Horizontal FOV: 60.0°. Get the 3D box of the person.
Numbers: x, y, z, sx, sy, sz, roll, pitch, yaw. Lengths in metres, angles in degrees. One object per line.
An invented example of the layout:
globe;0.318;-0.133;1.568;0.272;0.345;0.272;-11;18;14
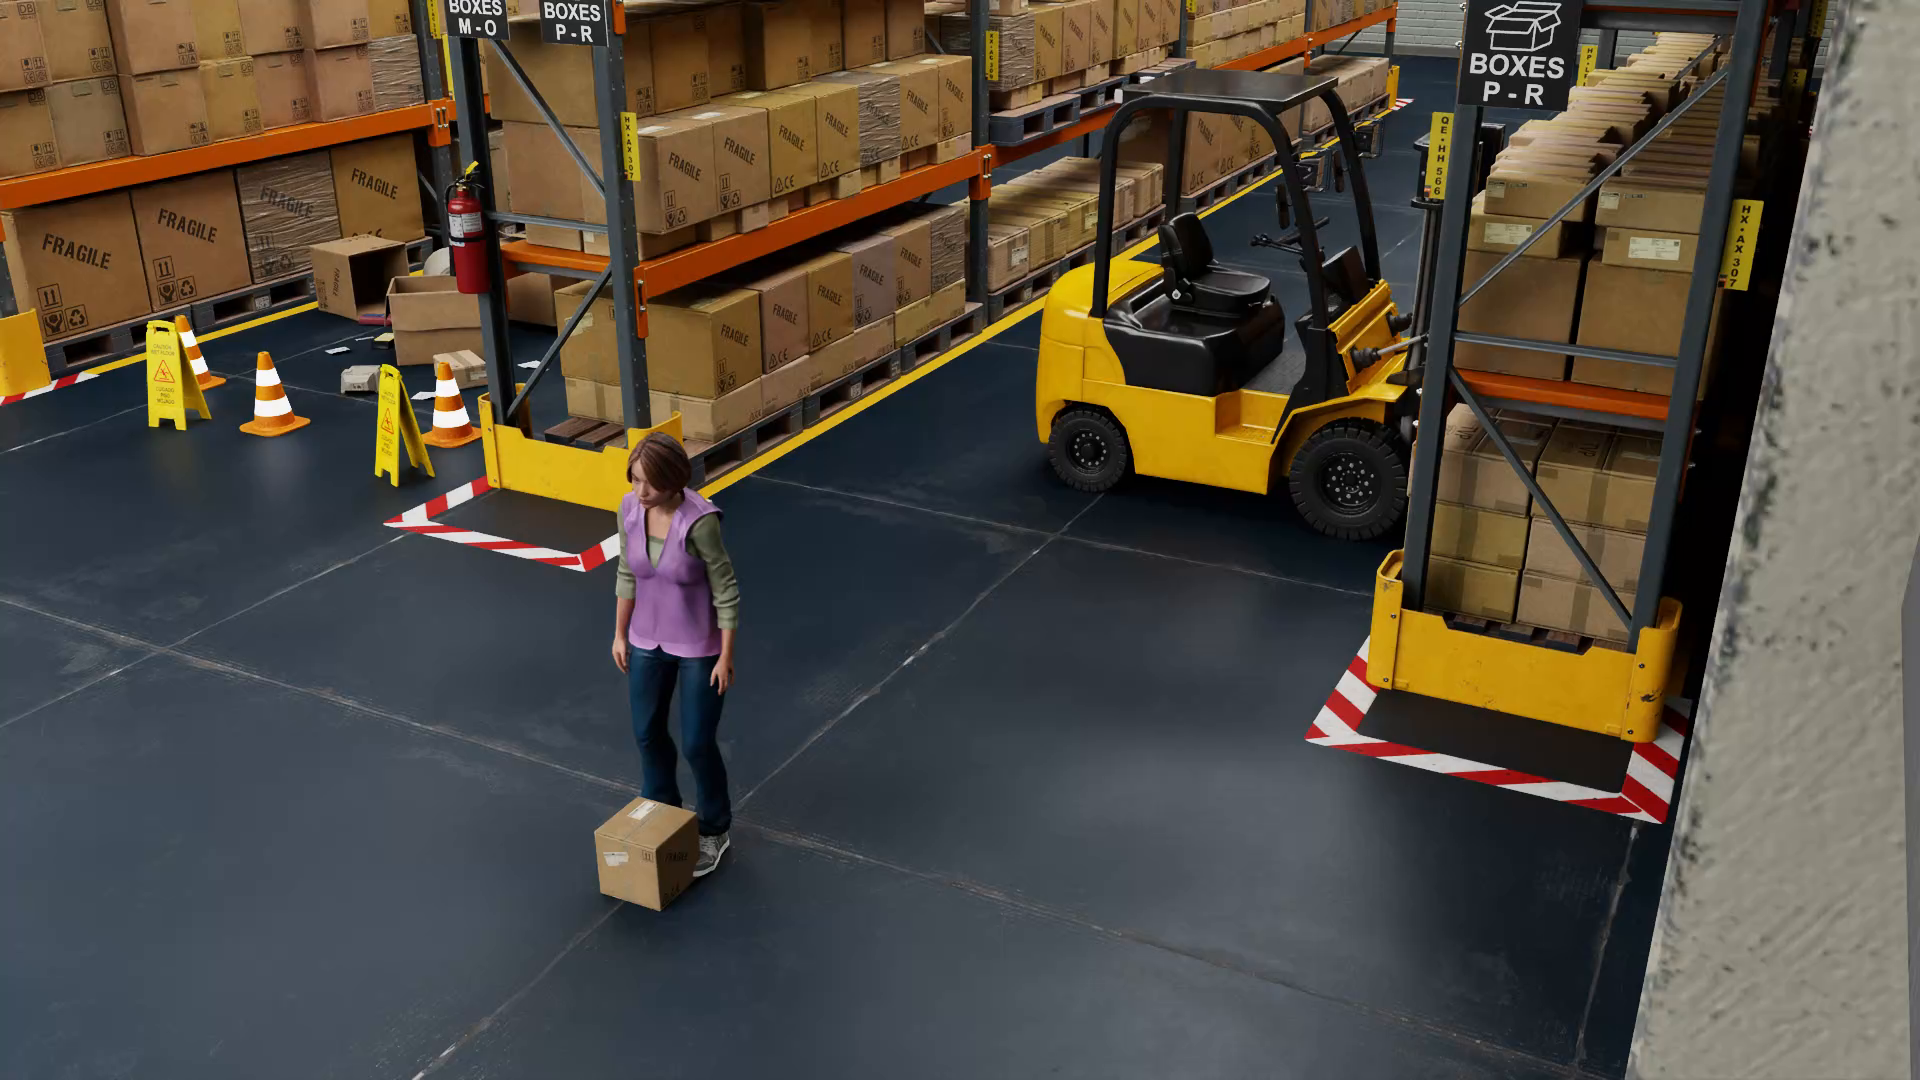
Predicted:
person;-0.967;0.372;5.634;0.478;1.593;0.348;10;25;21
